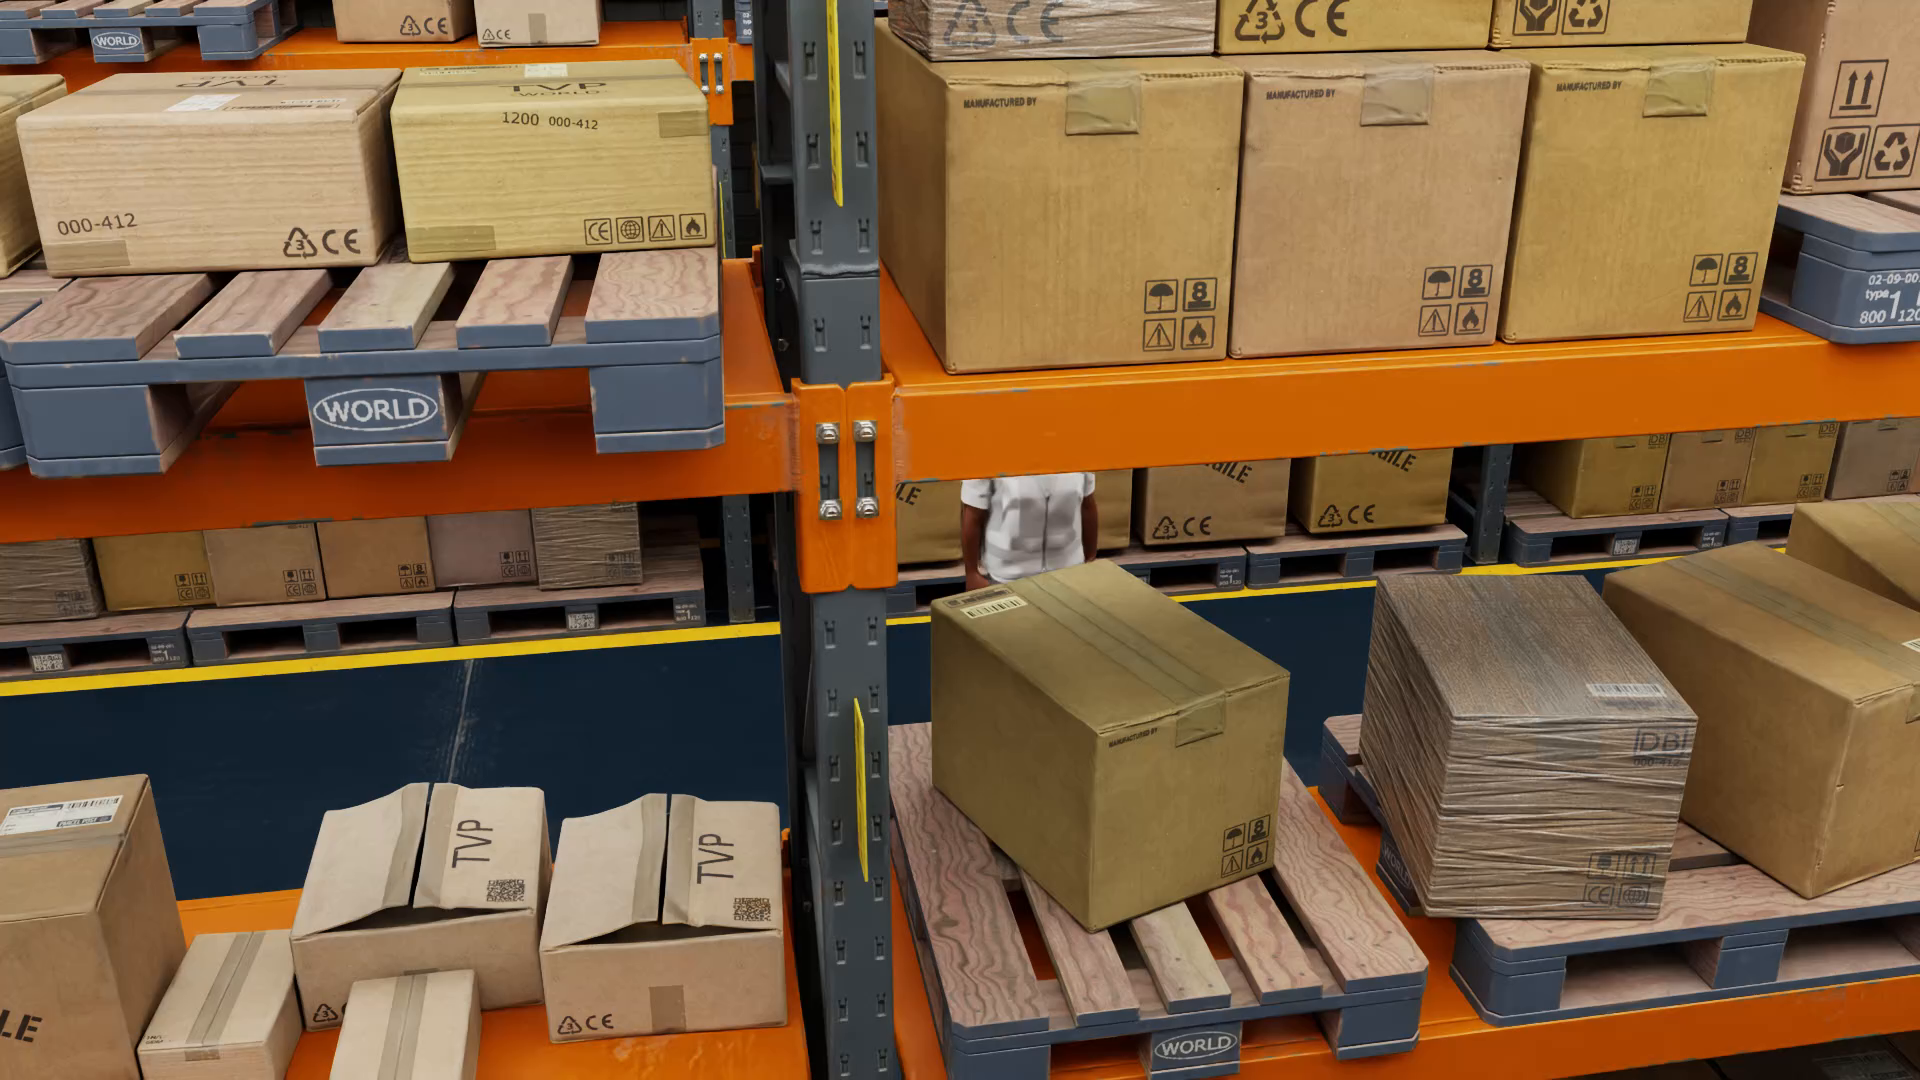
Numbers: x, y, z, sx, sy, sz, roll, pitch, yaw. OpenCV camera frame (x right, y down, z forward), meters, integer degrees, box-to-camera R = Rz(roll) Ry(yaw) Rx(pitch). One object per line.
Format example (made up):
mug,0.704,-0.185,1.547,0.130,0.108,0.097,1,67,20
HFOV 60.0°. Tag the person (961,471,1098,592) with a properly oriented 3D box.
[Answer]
person,0.304,0.119,6.796,0.592,1.767,0.767,-7,24,-15
